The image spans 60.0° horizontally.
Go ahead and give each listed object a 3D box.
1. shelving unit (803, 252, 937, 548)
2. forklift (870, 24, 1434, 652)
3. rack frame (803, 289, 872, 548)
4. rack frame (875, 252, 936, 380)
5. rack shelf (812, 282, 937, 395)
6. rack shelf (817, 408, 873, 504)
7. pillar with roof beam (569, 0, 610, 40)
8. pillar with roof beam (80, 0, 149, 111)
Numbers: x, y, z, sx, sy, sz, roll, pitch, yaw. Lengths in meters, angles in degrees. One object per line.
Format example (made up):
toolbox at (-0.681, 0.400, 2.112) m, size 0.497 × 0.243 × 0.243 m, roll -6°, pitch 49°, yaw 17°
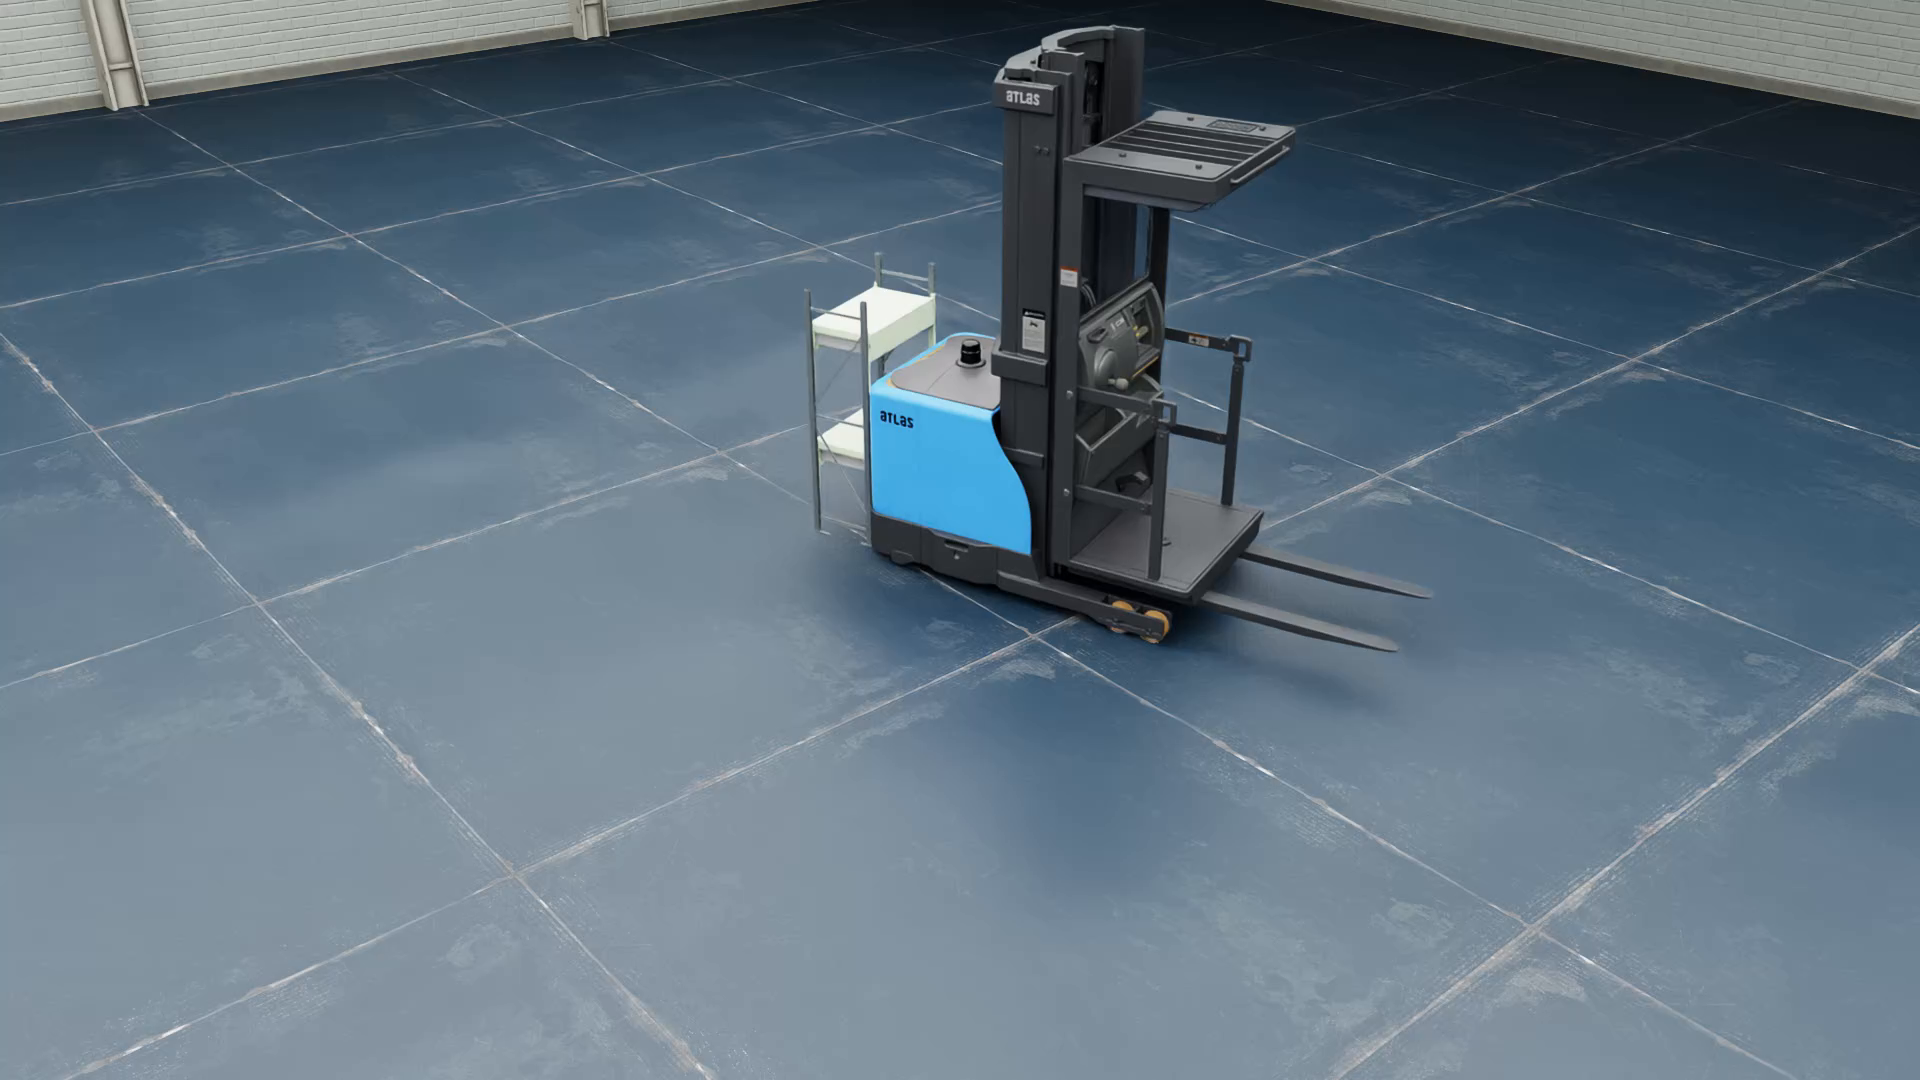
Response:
shelving unit at (-0.500, -0.818, 9.689) m, size 0.431 × 1.500 × 0.755 m, roll 15°, pitch 32°, yaw 26°
forklift at (1.024, -1.040, 8.586) m, size 3.031 × 2.935 × 1.130 m, roll 15°, pitch 32°, yaw 26°
rack frame at (-0.681, -0.668, 9.409) m, size 0.400 × 1.500 × 0.023 m, roll 15°, pitch 32°, yaw 26°
rack frame at (-0.319, -0.968, 9.970) m, size 0.400 × 1.500 × 0.023 m, roll 15°, pitch 32°, yaw 26°
rack shelf at (-0.500, -1.162, 9.506) m, size 0.431 × 0.370 × 0.720 m, roll 15°, pitch 32°, yaw 26°
rack shelf at (-0.500, -0.531, 9.843) m, size 0.431 × 0.370 × 0.720 m, roll 15°, pitch 32°, yaw 26°
pillar with roof beam at (-2.196, -9.246, 17.503) m, size 0.400 × 9.000 × 9.100 m, roll -22°, pitch 35°, yaw -35°
pillar with roof beam at (-6.760, -7.410, 14.068) m, size 0.400 × 9.000 × 9.100 m, roll -22°, pitch 35°, yaw -35°
